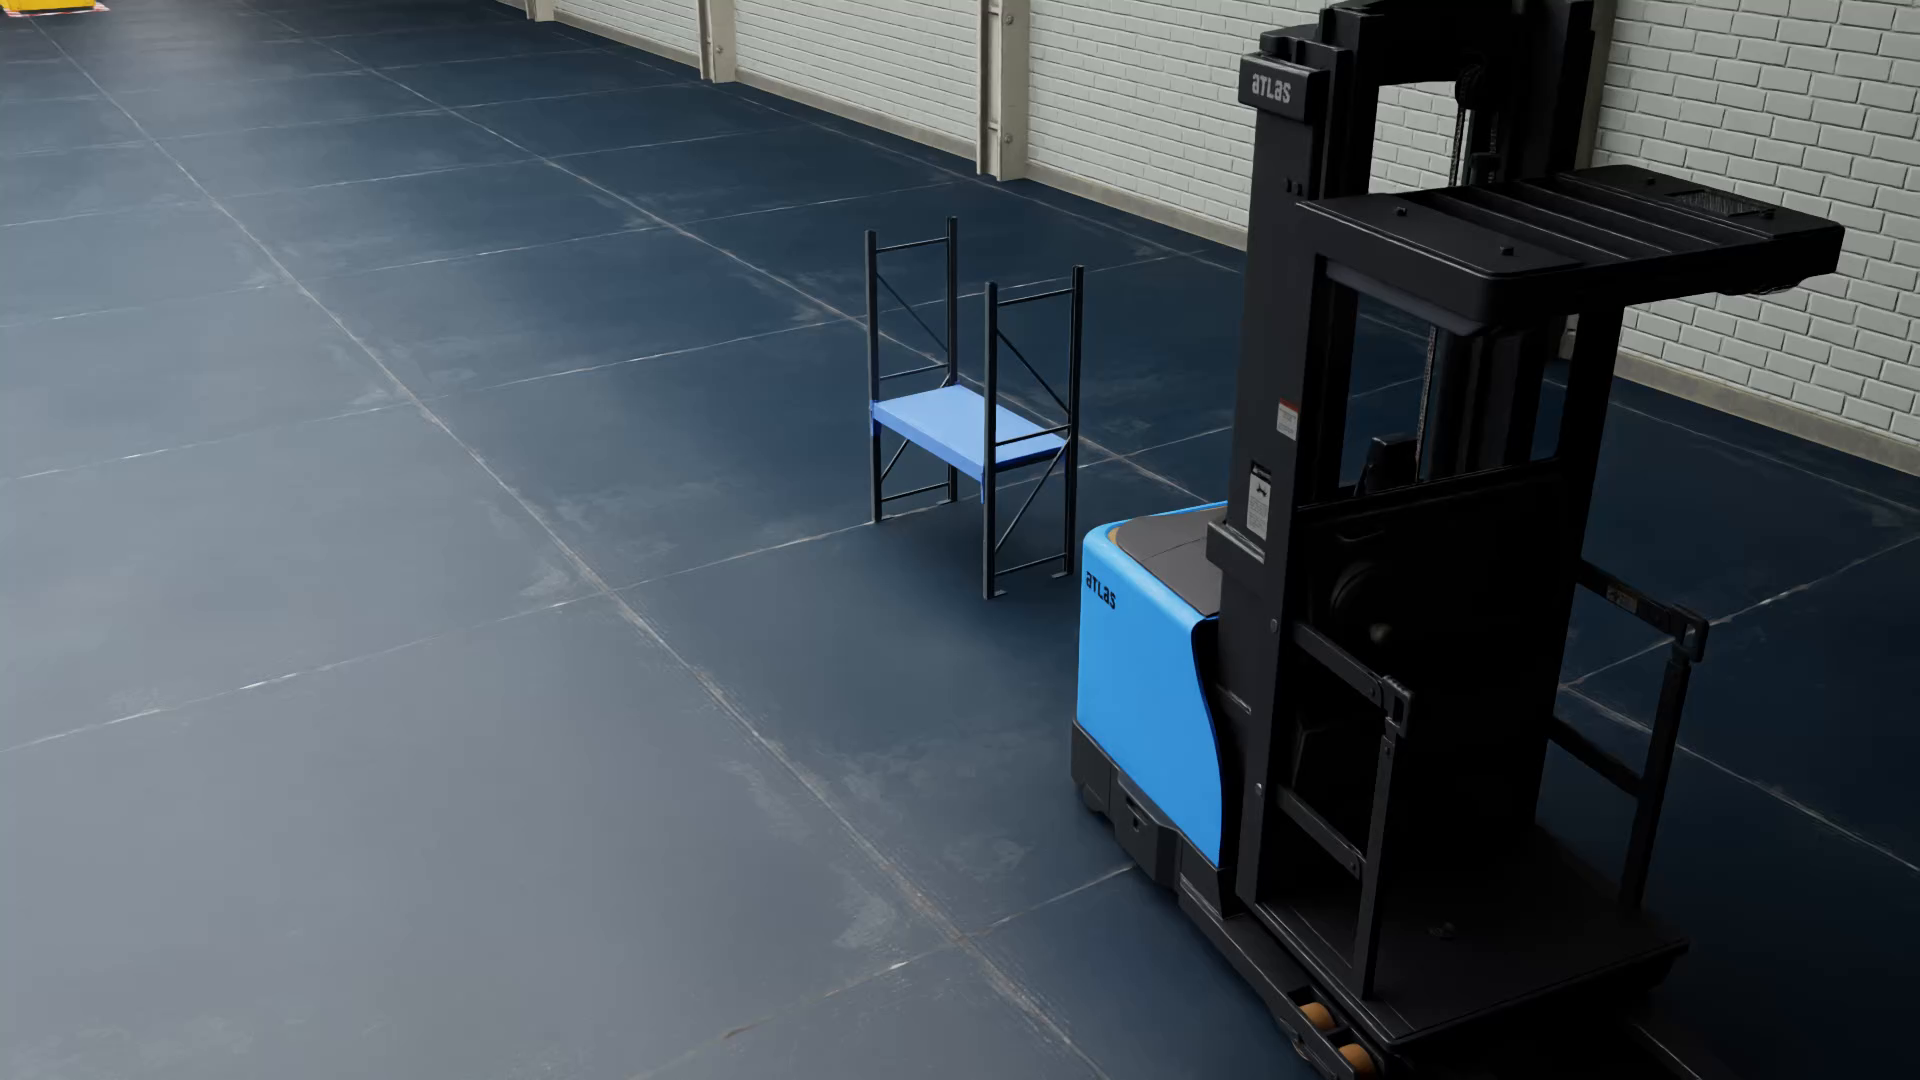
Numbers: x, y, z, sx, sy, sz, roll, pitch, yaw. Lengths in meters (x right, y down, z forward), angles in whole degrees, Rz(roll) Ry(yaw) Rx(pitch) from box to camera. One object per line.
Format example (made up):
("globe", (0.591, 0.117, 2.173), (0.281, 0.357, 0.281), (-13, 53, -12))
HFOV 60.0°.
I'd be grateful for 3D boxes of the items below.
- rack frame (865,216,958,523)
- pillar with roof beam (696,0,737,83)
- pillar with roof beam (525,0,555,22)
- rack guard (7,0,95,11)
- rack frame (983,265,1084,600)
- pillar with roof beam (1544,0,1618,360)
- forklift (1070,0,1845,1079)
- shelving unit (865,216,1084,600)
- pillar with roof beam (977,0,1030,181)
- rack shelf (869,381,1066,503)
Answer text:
("rack frame", (-0.231, -0.830, 8.250), (0.500, 1.500, 0.032), (-16, 29, -30))
("pillar with roof beam", (-6.494, -8.593, 15.911), (9.100, 9.000, 0.400), (-16, 29, -30))
("pillar with roof beam", (-9.770, -10.739, 20.457), (9.100, 9.000, 0.400), (-16, 29, -30))
("rack guard", (-14.012, -8.455, 25.575), (1.175, 0.500, 0.348), (-16, 29, -30))
("rack frame", (0.324, -0.466, 7.480), (0.500, 1.500, 0.032), (-16, 29, -30))
("pillar with roof beam", (0.056, -4.301, 6.819), (9.100, 9.000, 0.400), (-16, 29, -30))
("forklift", (1.474, 0.091, 4.624), (1.130, 2.935, 3.031), (-11, 27, -22))
("shelving unit", (0.047, -0.648, 7.865), (0.538, 1.500, 1.048), (-16, 29, -30))
("pillar with roof beam", (-3.219, -6.447, 11.365), (9.100, 9.000, 0.400), (-16, 29, -30))
("rack shelf", (0.047, -0.485, 7.942), (0.538, 0.185, 1.000), (-16, 29, -30))
